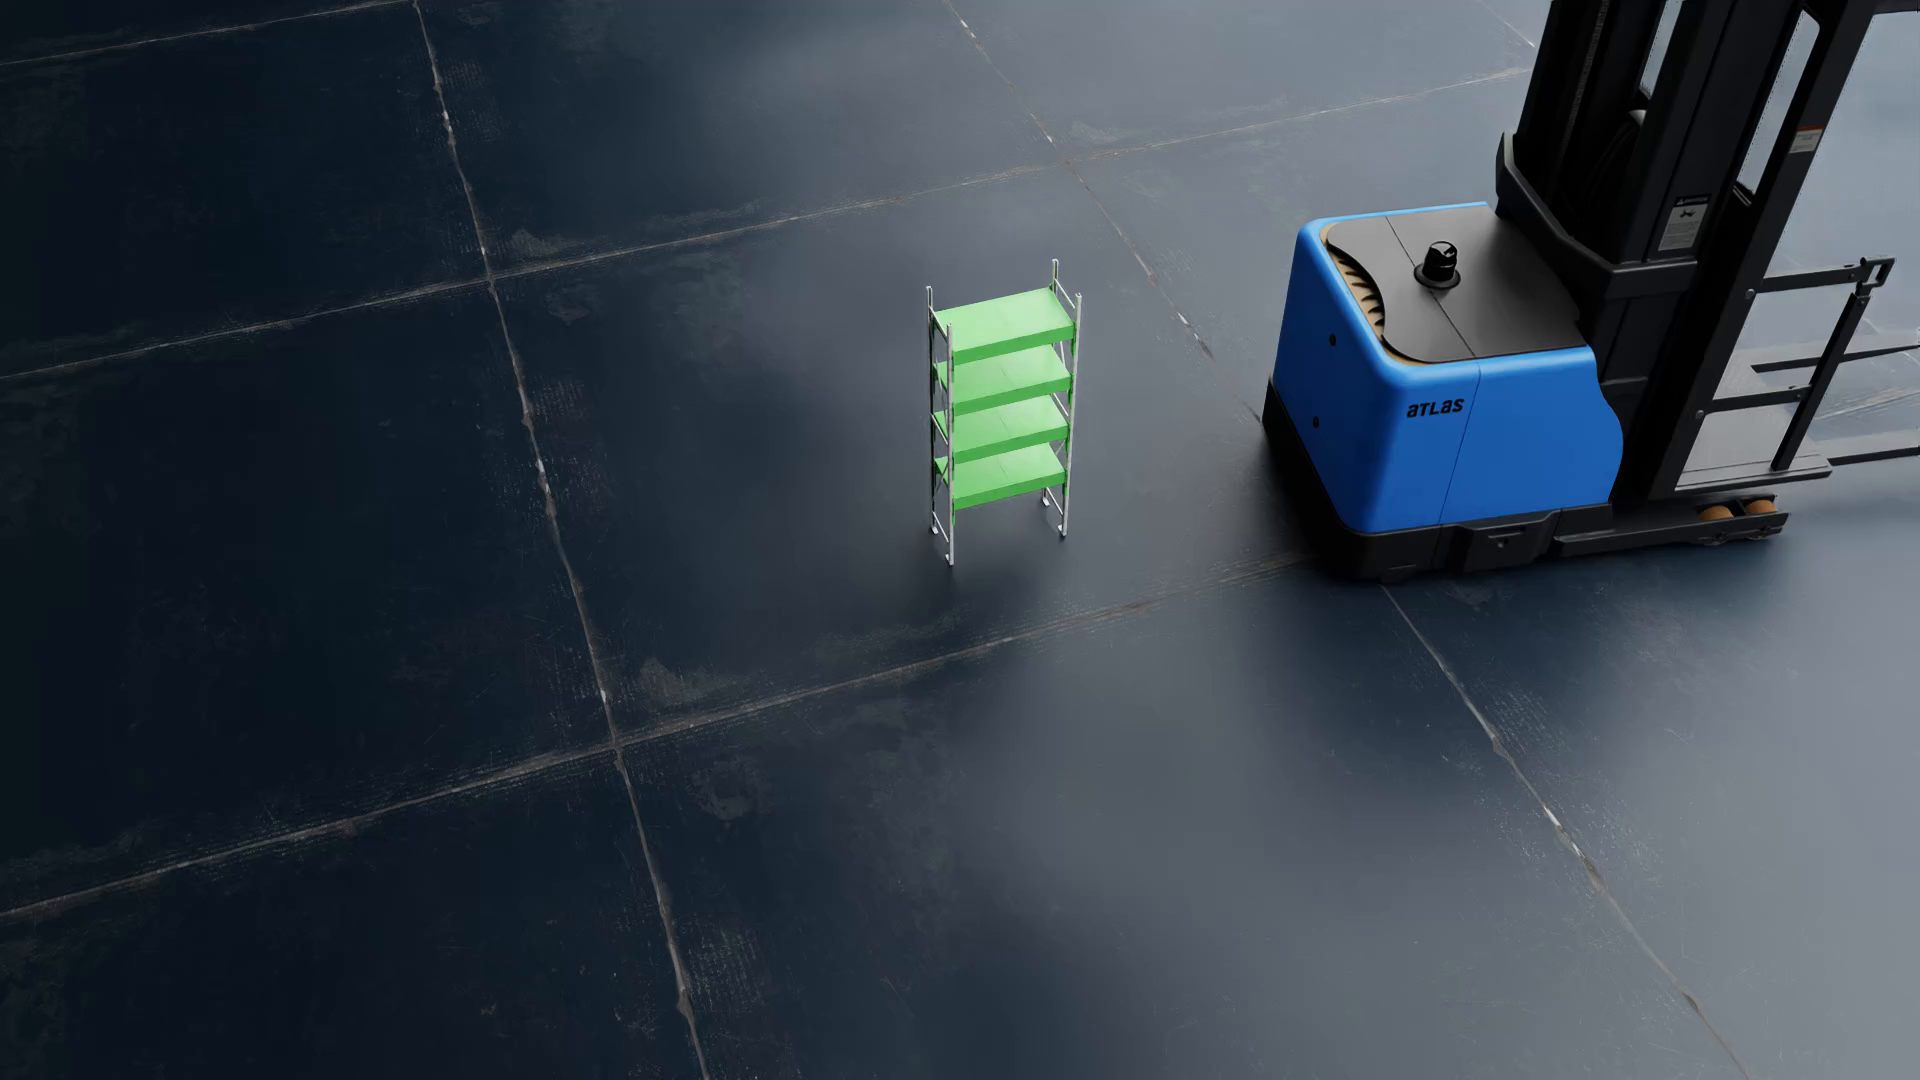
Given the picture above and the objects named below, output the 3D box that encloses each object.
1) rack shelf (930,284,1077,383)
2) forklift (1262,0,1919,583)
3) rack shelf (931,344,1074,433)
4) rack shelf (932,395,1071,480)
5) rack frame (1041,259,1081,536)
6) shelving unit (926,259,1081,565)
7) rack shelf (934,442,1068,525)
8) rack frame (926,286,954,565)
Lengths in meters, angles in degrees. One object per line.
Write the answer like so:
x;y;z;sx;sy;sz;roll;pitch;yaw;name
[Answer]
0.156;-0.757;6.070;0.480;0.148;0.258;-14;47;-14;rack shelf
2.866;-1.374;6.050;3.031;2.935;1.130;-7;46;-7;forklift
0.156;-0.588;6.240;0.480;0.148;0.258;-14;47;-14;rack shelf
0.156;-0.418;6.410;0.480;0.148;0.258;-14;47;-14;rack shelf
0.385;-0.522;6.423;0.015;1.200;0.240;-14;47;-14;rack frame
0.156;-0.463;6.365;0.503;1.200;0.258;-14;47;-14;shelving unit
0.156;-0.249;6.580;0.480;0.148;0.258;-14;47;-14;rack shelf
-0.074;-0.405;6.306;0.015;1.200;0.240;-14;47;-14;rack frame
